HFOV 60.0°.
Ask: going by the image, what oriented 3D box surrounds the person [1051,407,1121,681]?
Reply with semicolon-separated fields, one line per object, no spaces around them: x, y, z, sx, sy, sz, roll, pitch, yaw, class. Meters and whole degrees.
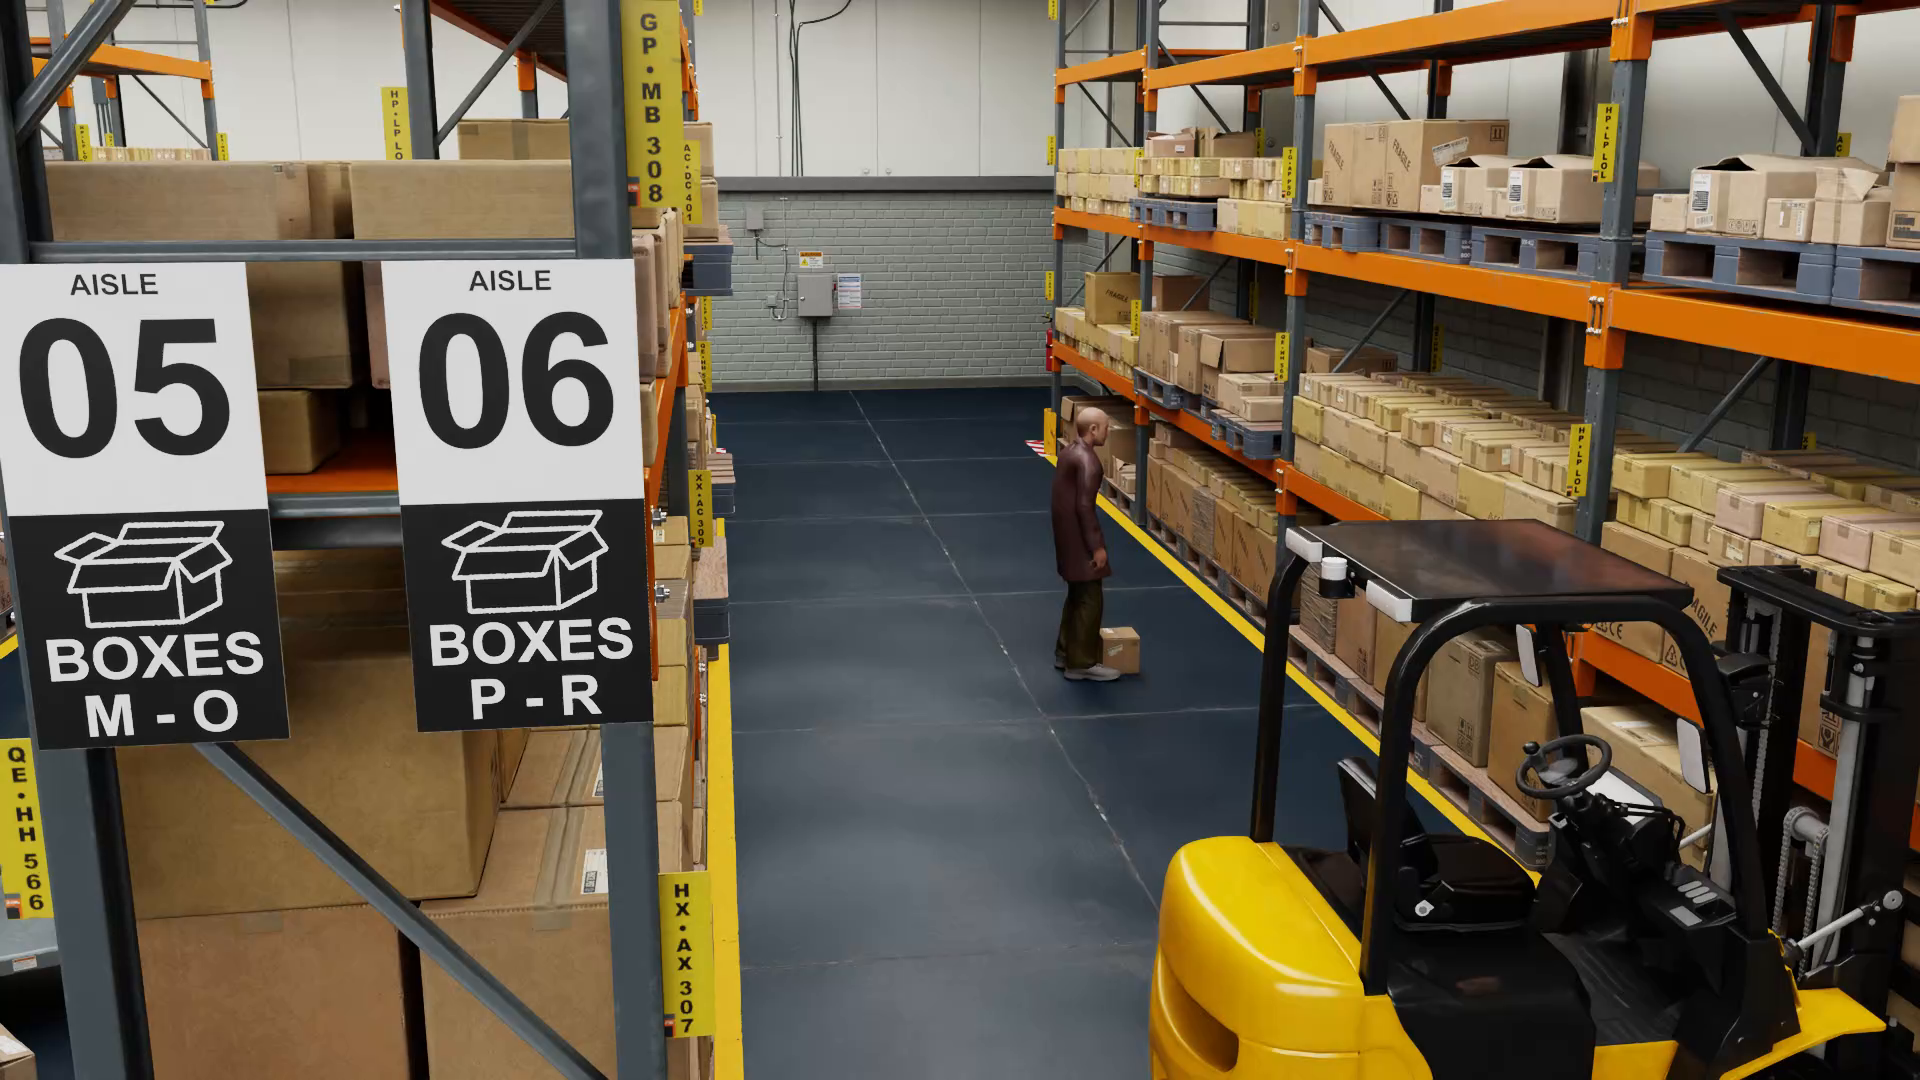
0.816;0.011;10.967;0.423;1.774;0.643;-2;13;-8;person
